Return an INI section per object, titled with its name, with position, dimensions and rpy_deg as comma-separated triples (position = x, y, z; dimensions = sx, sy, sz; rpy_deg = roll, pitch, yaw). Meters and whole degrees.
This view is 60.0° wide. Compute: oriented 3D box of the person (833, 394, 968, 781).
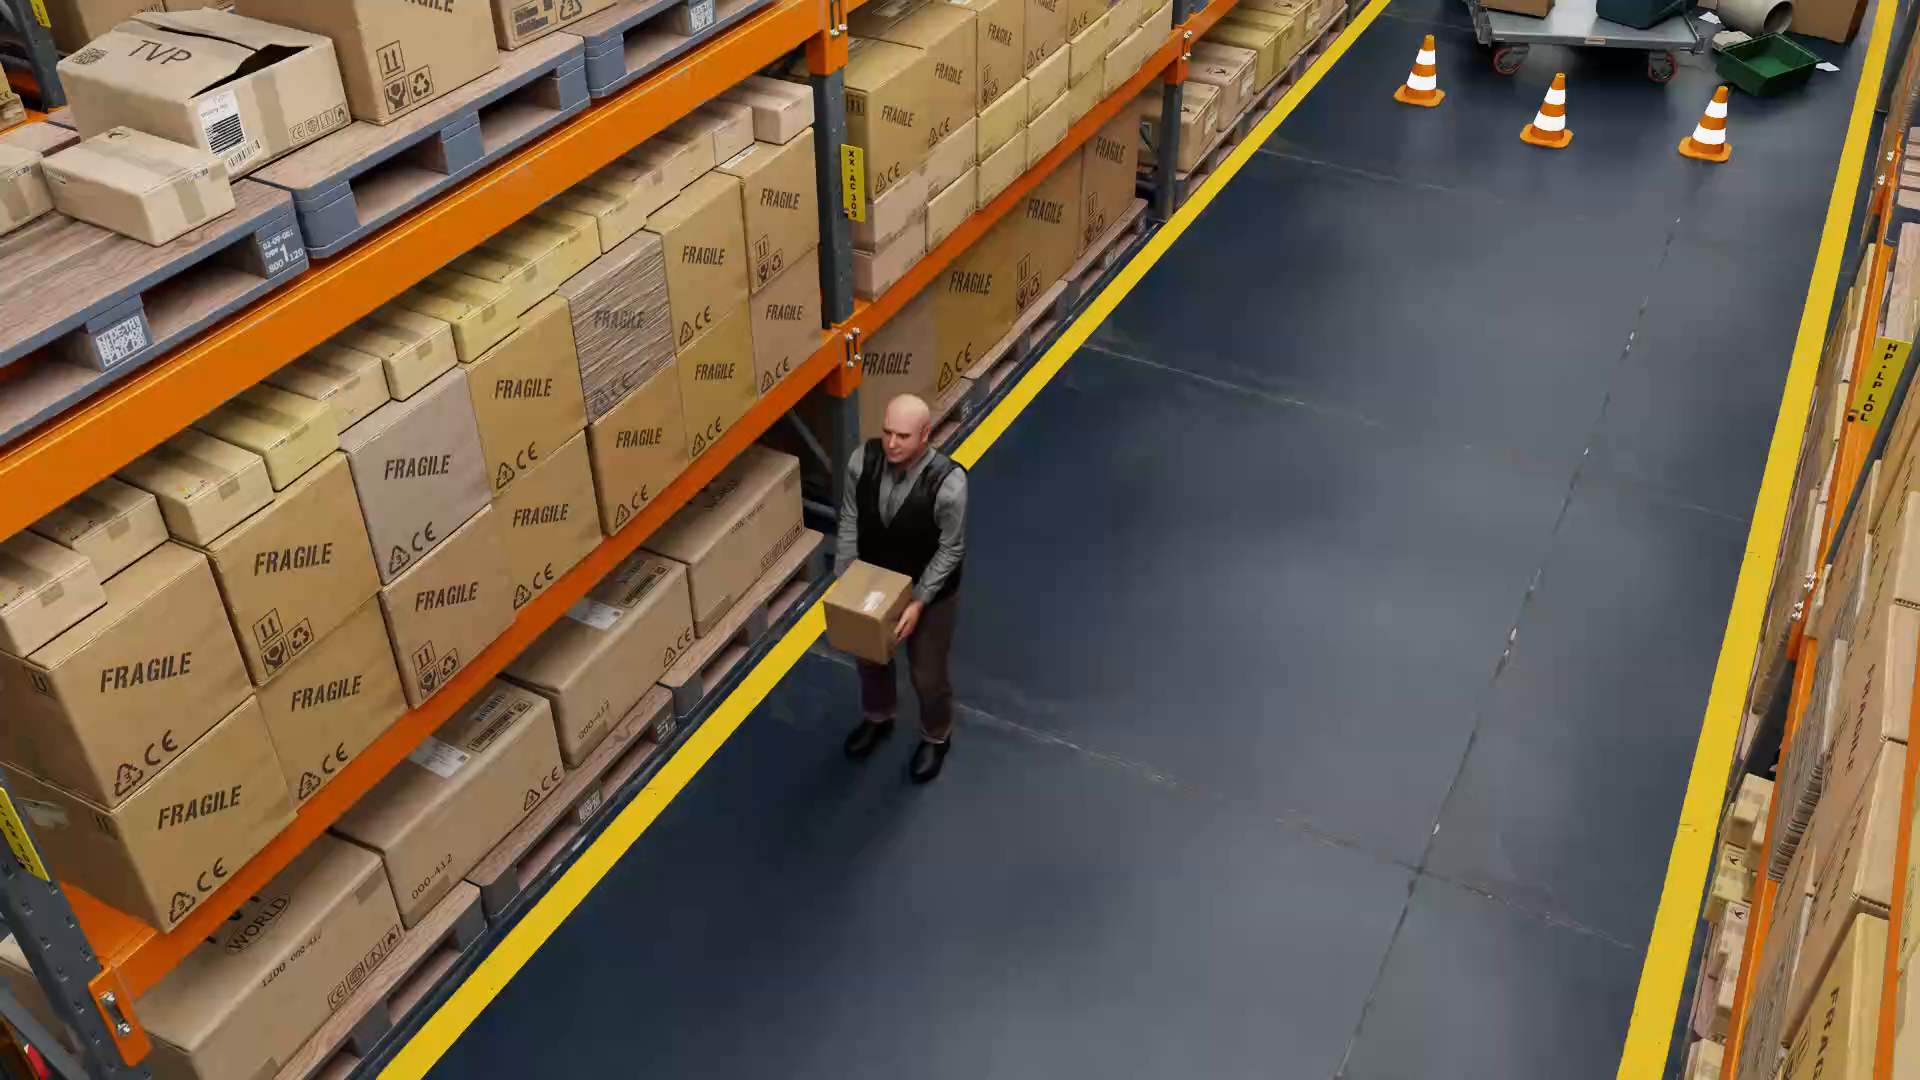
[person]
position = -0.240, 0.215, 6.486
dimensions = 0.532, 1.727, 0.522
rpy_deg = 18, 41, 21
